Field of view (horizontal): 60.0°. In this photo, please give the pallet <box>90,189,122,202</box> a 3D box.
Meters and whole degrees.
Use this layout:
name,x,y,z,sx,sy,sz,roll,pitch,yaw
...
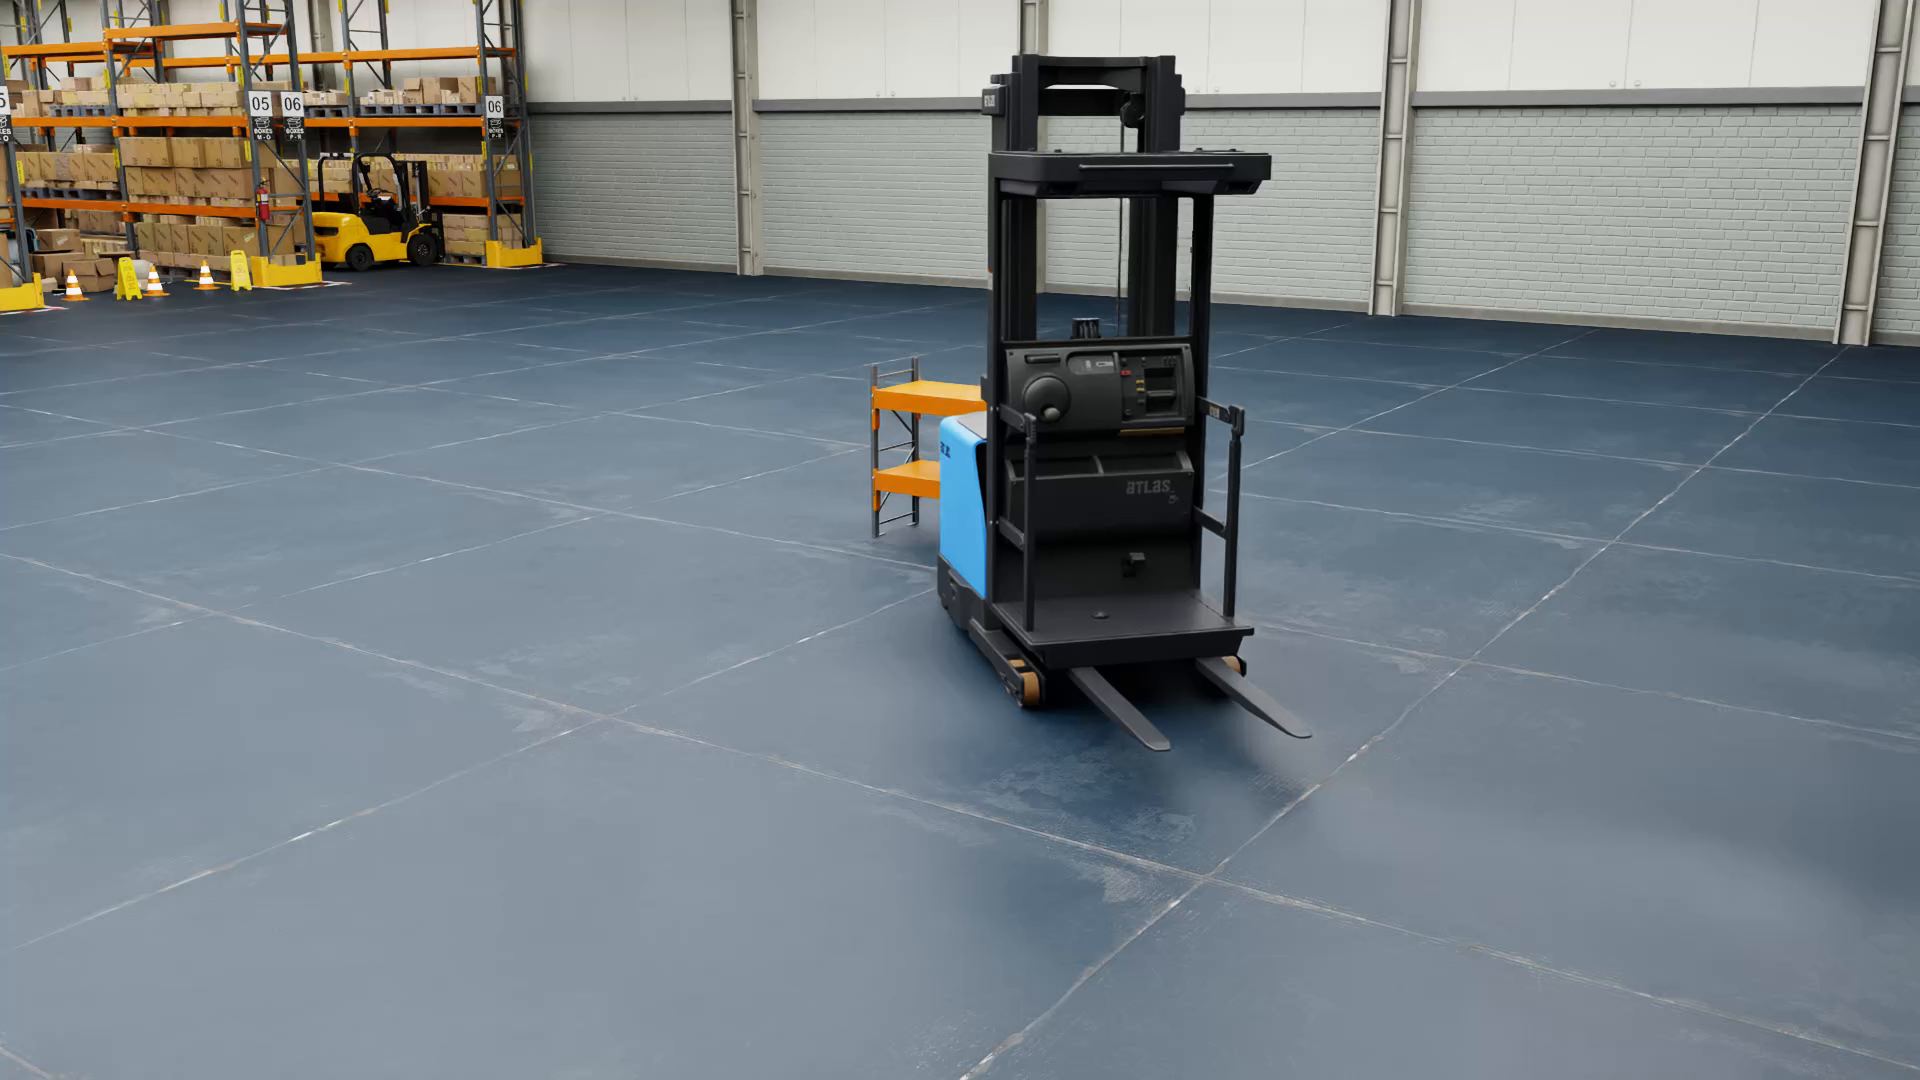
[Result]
name,x,y,z,sx,sy,sz,roll,pitch,yaw
pallet,-15.375,-6.431,30.960,1.213,0.211,1.003,9,17,33

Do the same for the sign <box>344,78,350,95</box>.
name,x,y,z,sx,sy,sz,roll,pitch,yaw
sign,-12.350,-9.133,33.503,0.005,0.325,0.100,9,17,33

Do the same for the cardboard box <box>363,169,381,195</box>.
name,x,y,z,sx,sy,sz,roll,pitch,yaw
cardboard box,-11.833,-7.320,33.943,0.500,0.500,0.500,9,16,31

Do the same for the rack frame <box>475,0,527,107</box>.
name,x,y,z,sx,sy,sz,roll,pitch,yaw
rack frame,-8.736,-9.759,31.518,0.127,3.000,1.000,9,17,33

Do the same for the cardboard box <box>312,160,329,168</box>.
name,x,y,z,sx,sy,sz,roll,pitch,yaw
cardboard box,-13.335,-7.879,34.851,0.250,0.149,0.380,9,16,31

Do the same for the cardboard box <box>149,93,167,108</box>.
name,x,y,z,sx,sy,sz,roll,pitch,yaw
cardboard box,-13.769,-7.670,29.015,0.500,0.250,0.500,9,17,33

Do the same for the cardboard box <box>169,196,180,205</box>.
name,x,y,z,sx,sy,sz,roll,pitch,yaw
cardboard box,-13.684,-5.991,29.306,0.250,0.149,0.380,9,17,33

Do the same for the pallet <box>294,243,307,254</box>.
name,x,y,z,sx,sy,sz,roll,pitch,yaw
pallet,-13.705,-6.284,35.769,1.213,0.211,1.003,9,17,33

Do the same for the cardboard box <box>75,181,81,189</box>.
name,x,y,z,sx,sy,sz,roll,pitch,yaw
cardboard box,-16.242,-6.628,31.006,0.250,0.149,0.380,9,17,33

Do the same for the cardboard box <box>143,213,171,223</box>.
name,x,y,z,sx,sy,sz,roll,pitch,yaw
cardboard box,-14.413,-5.779,29.865,0.250,0.149,0.380,9,17,34

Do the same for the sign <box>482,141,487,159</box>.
name,x,y,z,sx,sy,sz,roll,pitch,yaw
sign,-9.051,-7.417,31.642,0.005,0.325,0.100,9,17,33

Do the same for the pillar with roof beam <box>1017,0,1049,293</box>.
name,x,y,z,sx,sy,sz,roll,pitch,yaw
pillar with roof beam,-1.256,-7.564,22.653,0.400,9.000,9.100,9,17,33

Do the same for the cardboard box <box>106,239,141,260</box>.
name,x,y,z,sx,sy,sz,roll,pitch,yaw
cardboard box,-15.259,-5.391,30.953,0.625,0.372,0.950,9,17,34

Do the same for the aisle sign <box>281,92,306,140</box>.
name,x,y,z,sx,sy,sz,roll,pitch,yaw
aisle sign,-11.279,-7.172,28.143,0.004,0.787,0.394,9,17,33

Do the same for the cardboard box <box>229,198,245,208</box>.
name,x,y,z,sx,sy,sz,roll,pitch,yaw
cardboard box,-12.205,-5.754,28.347,0.250,0.149,0.380,9,16,32

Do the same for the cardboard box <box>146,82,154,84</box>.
name,x,y,z,sx,sy,sz,roll,pitch,yaw
cardboard box,-18.401,-10.361,38.151,0.258,0.266,0.396,9,16,32

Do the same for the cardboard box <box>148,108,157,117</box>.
name,x,y,z,sx,sy,sz,roll,pitch,yaw
cardboard box,-14.062,-7.537,29.309,0.250,0.149,0.380,10,17,34

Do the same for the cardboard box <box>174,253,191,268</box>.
name,x,y,z,sx,sy,sz,roll,pitch,yaw
cardboard box,-13.593,-4.989,29.583,0.500,0.250,0.500,9,16,32

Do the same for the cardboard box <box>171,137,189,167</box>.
name,x,y,z,sx,sy,sz,roll,pitch,yaw
cardboard box,-13.282,-6.772,29.028,0.500,0.500,0.700,9,17,32

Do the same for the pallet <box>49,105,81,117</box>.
name,x,y,z,sx,sy,sz,roll,pitch,yaw
pallet,-16.138,-8.000,31.048,1.003,0.211,1.213,9,17,33

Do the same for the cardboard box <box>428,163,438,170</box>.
name,x,y,z,sx,sy,sz,roll,pitch,yaw
cardboard box,-10.258,-7.368,32.786,0.250,0.149,0.380,9,17,33

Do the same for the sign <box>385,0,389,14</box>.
name,x,y,z,sx,sy,sz,roll,pitch,yaw
sign,-11.725,-10.933,33.988,0.005,0.325,0.100,9,17,33

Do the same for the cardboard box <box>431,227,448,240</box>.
name,x,y,z,sx,sy,sz,roll,pitch,yaw
cardboard box,-10.165,-6.096,33.014,0.500,0.250,0.500,9,16,32

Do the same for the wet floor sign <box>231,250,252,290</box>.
name,x,y,z,sx,sy,sz,roll,pitch,yaw
wet floor sign,-11.943,-4.475,27.557,0.267,0.644,0.232,-10,17,-35

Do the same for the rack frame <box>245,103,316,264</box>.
name,x,y,z,sx,sy,sz,roll,pitch,yaw
rack frame,-11.503,-5.856,28.239,0.127,3.000,1.000,9,17,33

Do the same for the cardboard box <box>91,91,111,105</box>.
name,x,y,z,sx,sy,sz,roll,pitch,yaw
cardboard box,-15.388,-8.029,30.213,0.500,0.250,0.500,9,16,32

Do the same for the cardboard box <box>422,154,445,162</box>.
name,x,y,z,sx,sy,sz,roll,pitch,yaw
cardboard box,-10.427,-7.565,32.964,0.250,0.149,0.380,9,17,34

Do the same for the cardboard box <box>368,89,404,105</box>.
name,x,y,z,sx,sy,sz,roll,pitch,yaw
cardboard box,-11.501,-8.888,33.347,0.500,0.311,0.500,10,17,34

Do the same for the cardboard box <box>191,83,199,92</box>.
name,x,y,z,sx,sy,sz,roll,pitch,yaw
cardboard box,-12.947,-7.756,28.532,0.250,0.149,0.380,9,16,31

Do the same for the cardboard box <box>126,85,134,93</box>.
name,x,y,z,sx,sy,sz,roll,pitch,yaw
cardboard box,-14.511,-7.978,29.429,0.250,0.149,0.380,10,17,34

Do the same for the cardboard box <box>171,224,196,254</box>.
name,x,y,z,sx,sy,sz,roll,pitch,yaw
cardboard box,-13.604,-5.354,29.496,0.500,0.500,0.500,10,17,36

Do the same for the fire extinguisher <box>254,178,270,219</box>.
name,x,y,z,sx,sy,sz,roll,pitch,yaw
fire extinguisher,-11.666,-5.712,27.815,0.183,0.674,0.296,9,17,33

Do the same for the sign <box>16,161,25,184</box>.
name,x,y,z,sx,sy,sz,roll,pitch,yaw
sign,-13.867,-5.424,24.527,0.005,0.325,0.100,9,17,33

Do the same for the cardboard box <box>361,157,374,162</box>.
name,x,y,z,sx,sy,sz,roll,pitch,yaw
cardboard box,-11.956,-7.789,33.869,0.250,0.149,0.380,10,17,34

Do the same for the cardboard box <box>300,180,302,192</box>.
name,x,y,z,sx,sy,sz,roll,pitch,yaw
cardboard box,-13.867,-7.532,35.321,0.500,0.250,0.500,10,17,35

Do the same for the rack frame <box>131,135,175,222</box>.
name,x,y,z,sx,sy,sz,roll,pitch,yaw
rack frame,-18.693,-8.456,38.740,0.127,3.000,1.000,9,17,33

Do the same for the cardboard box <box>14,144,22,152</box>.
name,x,y,z,sx,sy,sz,roll,pitch,yaw
cardboard box,-18.717,-7.480,32.510,0.500,0.500,0.500,9,16,31

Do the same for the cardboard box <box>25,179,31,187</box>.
name,x,y,z,sx,sy,sz,roll,pitch,yaw
cardboard box,-17.760,-6.886,32.047,0.250,0.149,0.380,8,16,29

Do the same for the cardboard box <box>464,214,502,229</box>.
name,x,y,z,sx,sy,sz,roll,pitch,yaw
cardboard box,-9.292,-6.201,32.397,0.500,0.250,0.500,10,17,35

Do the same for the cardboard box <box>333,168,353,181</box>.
name,x,y,z,sx,sy,sz,roll,pitch,yaw
cardboard box,-12.605,-7.568,34.424,0.500,0.250,0.500,9,16,32

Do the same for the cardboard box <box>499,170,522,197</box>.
name,x,y,z,sx,sy,sz,roll,pitch,yaw
cardboard box,-8.992,-7.017,32.719,0.500,0.500,0.500,10,17,35

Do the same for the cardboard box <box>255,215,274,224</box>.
name,x,y,z,sx,sy,sz,roll,pitch,yaw
cardboard box,-14.864,-6.884,36.459,0.625,0.625,0.875,10,17,35

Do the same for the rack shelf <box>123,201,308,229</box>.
name,x,y,z,sx,sy,sz,roll,pitch,yaw
rack shelf,-13.163,-5.775,29.409,4.000,0.370,1.077,9,17,33

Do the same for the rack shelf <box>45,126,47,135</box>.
name,x,y,z,sx,sy,sz,roll,pitch,yaw
rack shelf,-19.801,-8.304,33.382,4.000,0.370,1.077,9,17,33

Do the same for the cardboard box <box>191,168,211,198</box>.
name,x,y,z,sx,sy,sz,roll,pitch,yaw
cardboard box,-12.934,-6.203,28.812,0.500,0.500,0.500,9,17,33

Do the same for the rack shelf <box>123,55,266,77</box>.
name,x,y,z,sx,sy,sz,roll,pitch,yaw
rack shelf,-17.034,-10.556,37.070,4.000,0.370,1.077,9,17,33

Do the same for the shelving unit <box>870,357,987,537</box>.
name,x,y,z,sx,sy,sz,roll,pitch,yaw
shelving unit,-0.006,-0.547,10.692,1.048,1.125,0.538,9,17,33

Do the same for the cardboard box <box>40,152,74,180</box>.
name,x,y,z,sx,sy,sz,roll,pitch,yaw
cardboard box,-17.017,-7.081,31.486,0.500,0.500,0.500,10,17,34

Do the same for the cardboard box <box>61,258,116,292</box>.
name,x,y,z,sx,sy,sz,roll,pitch,yaw
cardboard box,-14.374,-4.375,27.451,0.637,0.503,0.797,-1,14,-6

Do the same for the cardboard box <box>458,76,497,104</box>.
name,x,y,z,sx,sy,sz,roll,pitch,yaw
cardboard box,-9.240,-8.614,31.848,0.500,0.500,0.500,10,17,35

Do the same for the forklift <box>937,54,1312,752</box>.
name,x,y,z,sx,sy,sz,roll,pitch,yaw
forklift,0.728,-0.749,7.749,1.130,2.935,3.031,-3,14,-14

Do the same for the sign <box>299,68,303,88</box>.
name,x,y,z,sx,sy,sz,roll,pitch,yaw
sign,-11.201,-7.845,28.211,0.005,0.325,0.100,9,17,33

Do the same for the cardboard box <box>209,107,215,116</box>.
name,x,y,z,sx,sy,sz,roll,pitch,yaw
cardboard box,-12.555,-7.299,28.347,0.250,0.149,0.380,9,17,33
